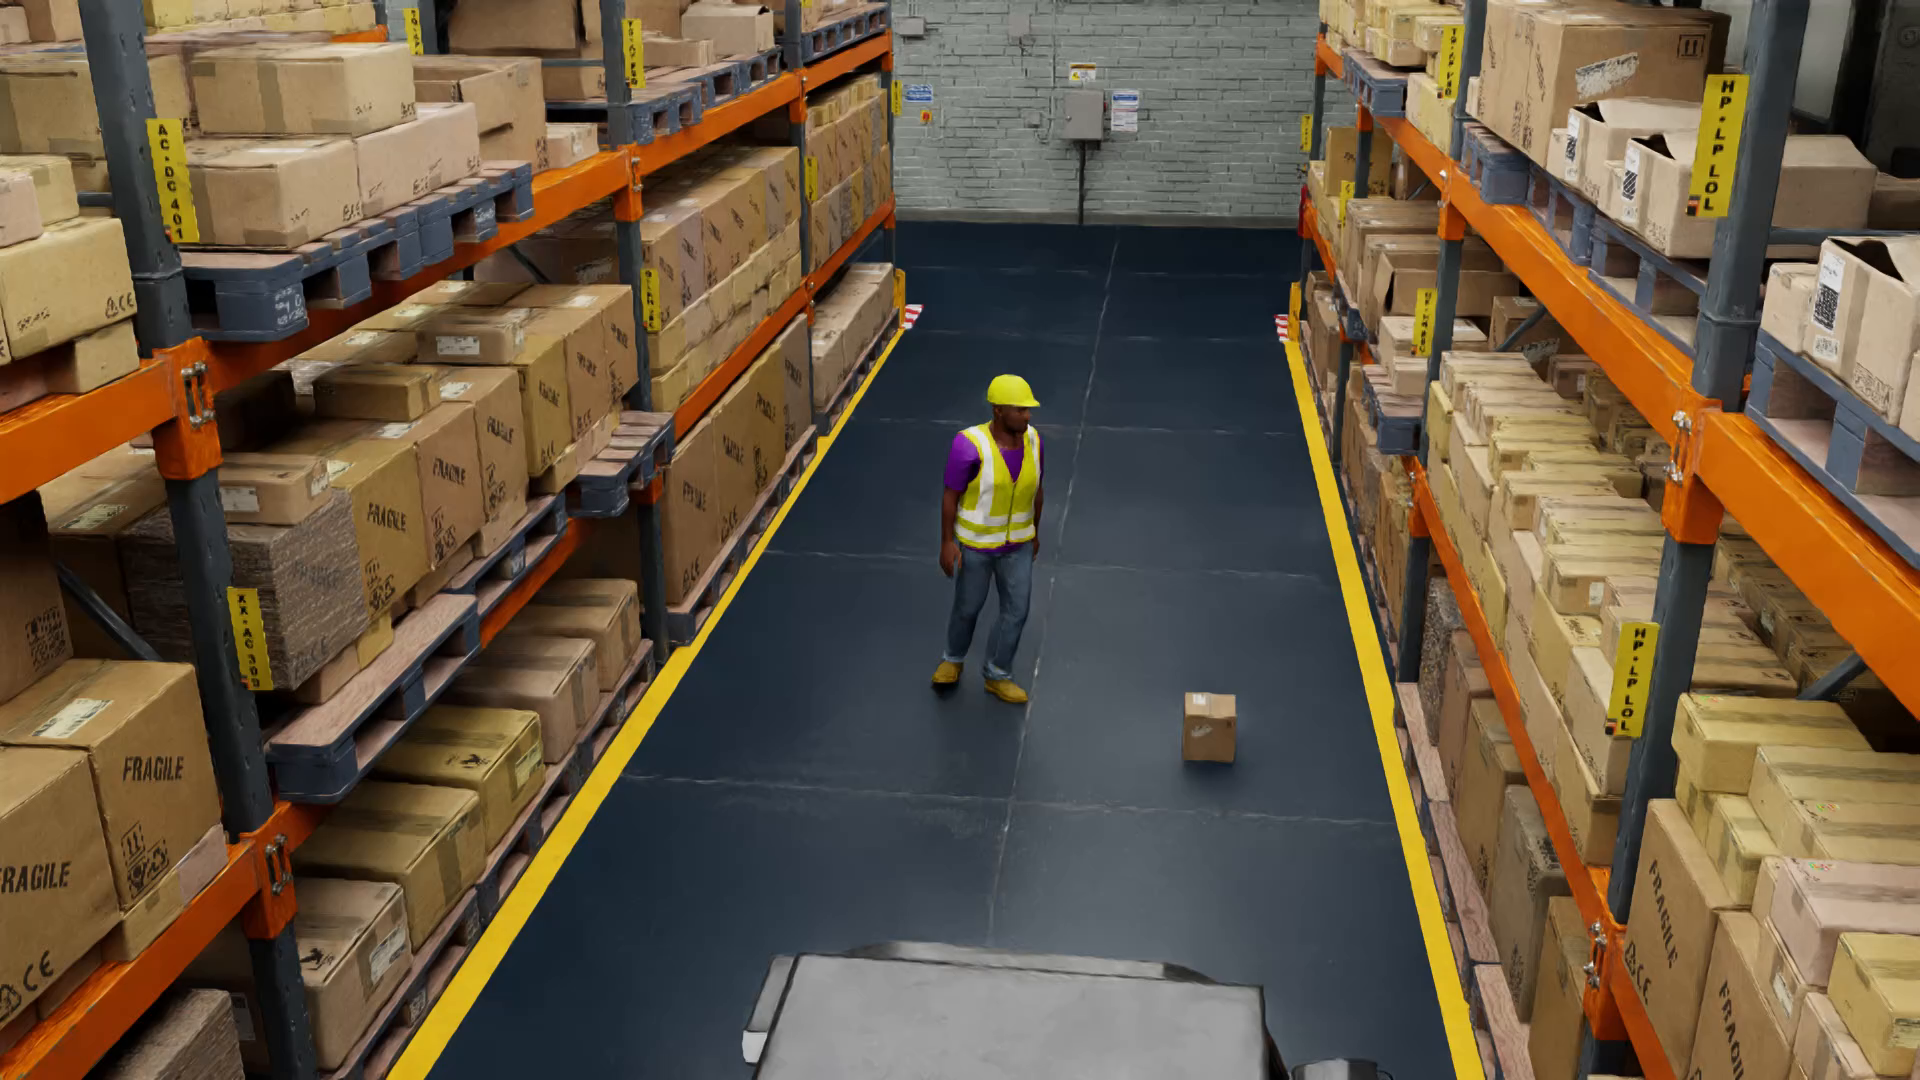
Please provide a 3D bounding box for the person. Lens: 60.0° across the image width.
[{"bbox_3d":[0.152,-0.026,8.625,0.607,1.754,0.559,-10,23,-24],"label":"person"}]
